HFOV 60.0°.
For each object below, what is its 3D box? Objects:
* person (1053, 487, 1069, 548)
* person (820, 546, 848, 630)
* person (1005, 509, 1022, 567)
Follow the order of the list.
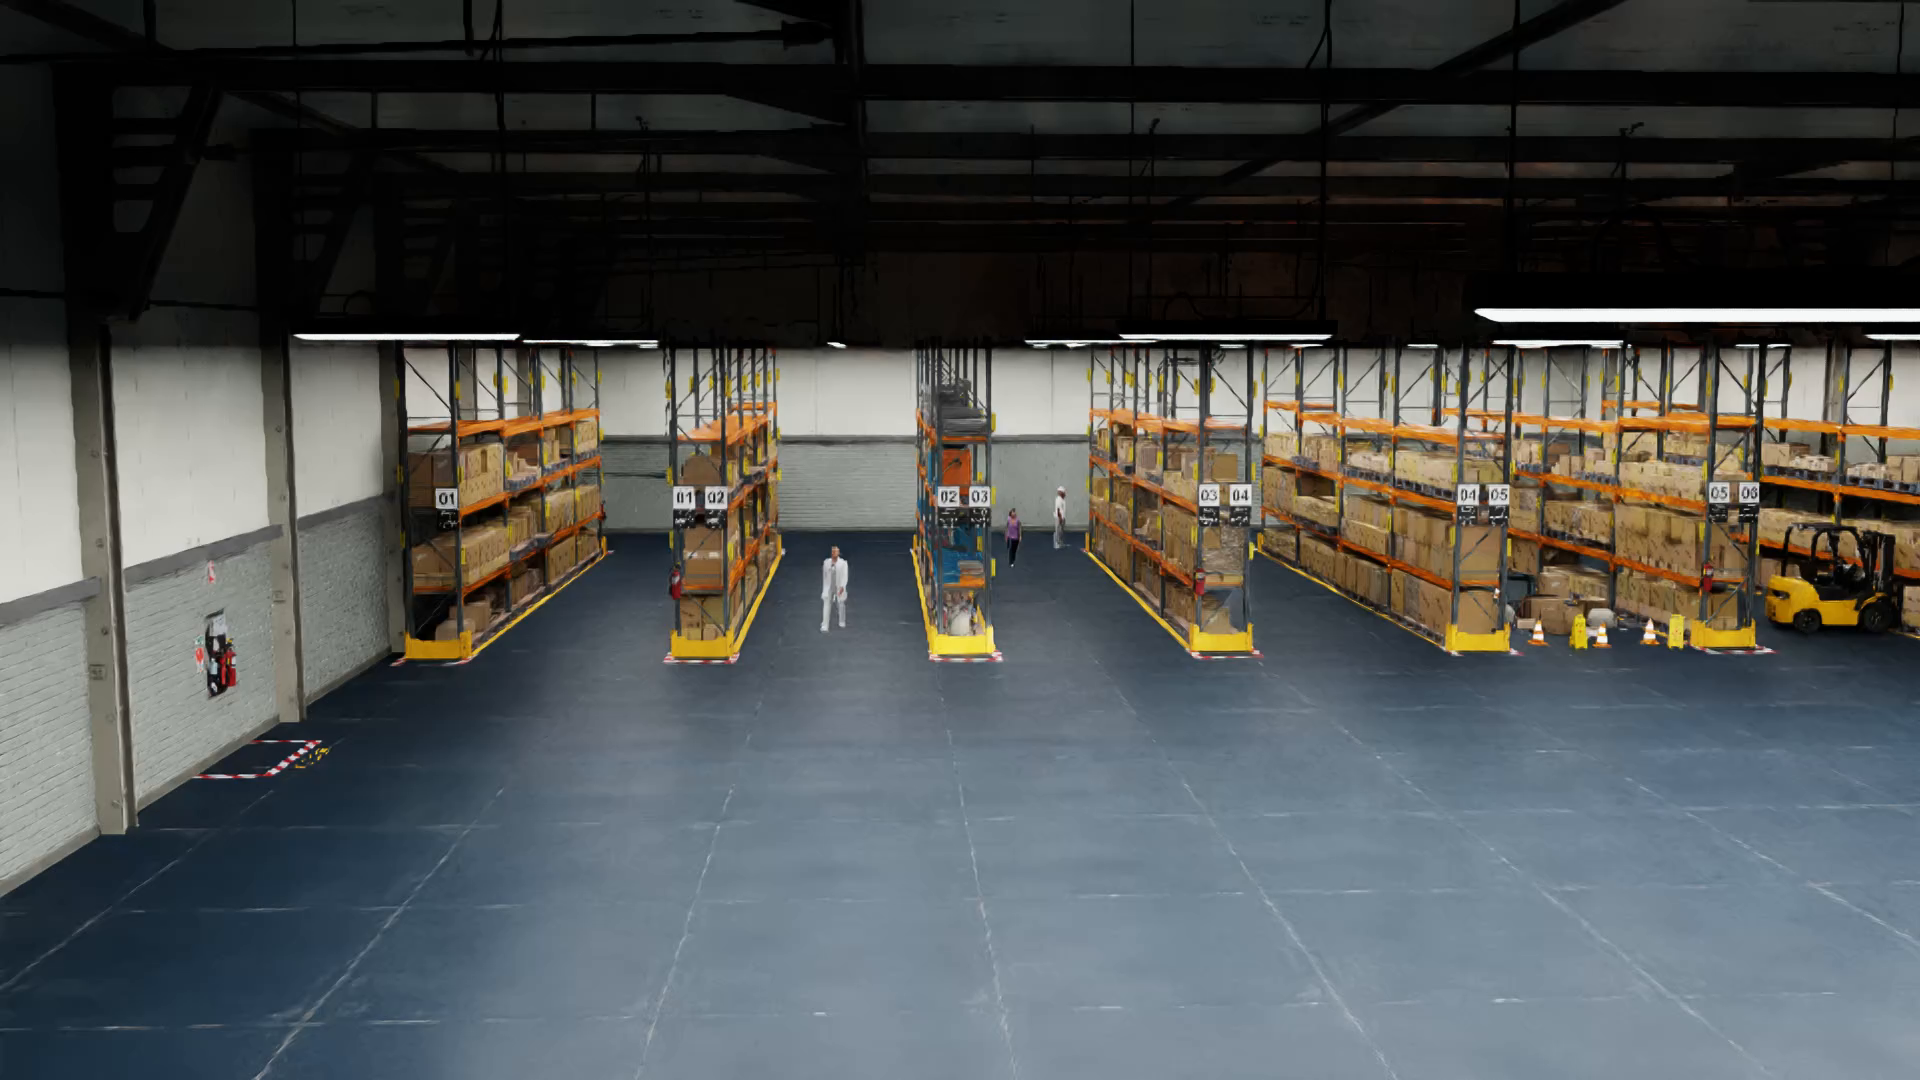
[{"bbox_3d":[2.939,-0.672,48.453,0.413,1.761,0.652,1,7,13],"label":"person"},{"bbox_3d":[-2.562,1.076,34.133,0.576,1.514,1.089,1,7,6],"label":"person"},{"bbox_3d":[1.435,-0.078,44.285,0.432,1.539,0.948,0,7,-4],"label":"person"}]
